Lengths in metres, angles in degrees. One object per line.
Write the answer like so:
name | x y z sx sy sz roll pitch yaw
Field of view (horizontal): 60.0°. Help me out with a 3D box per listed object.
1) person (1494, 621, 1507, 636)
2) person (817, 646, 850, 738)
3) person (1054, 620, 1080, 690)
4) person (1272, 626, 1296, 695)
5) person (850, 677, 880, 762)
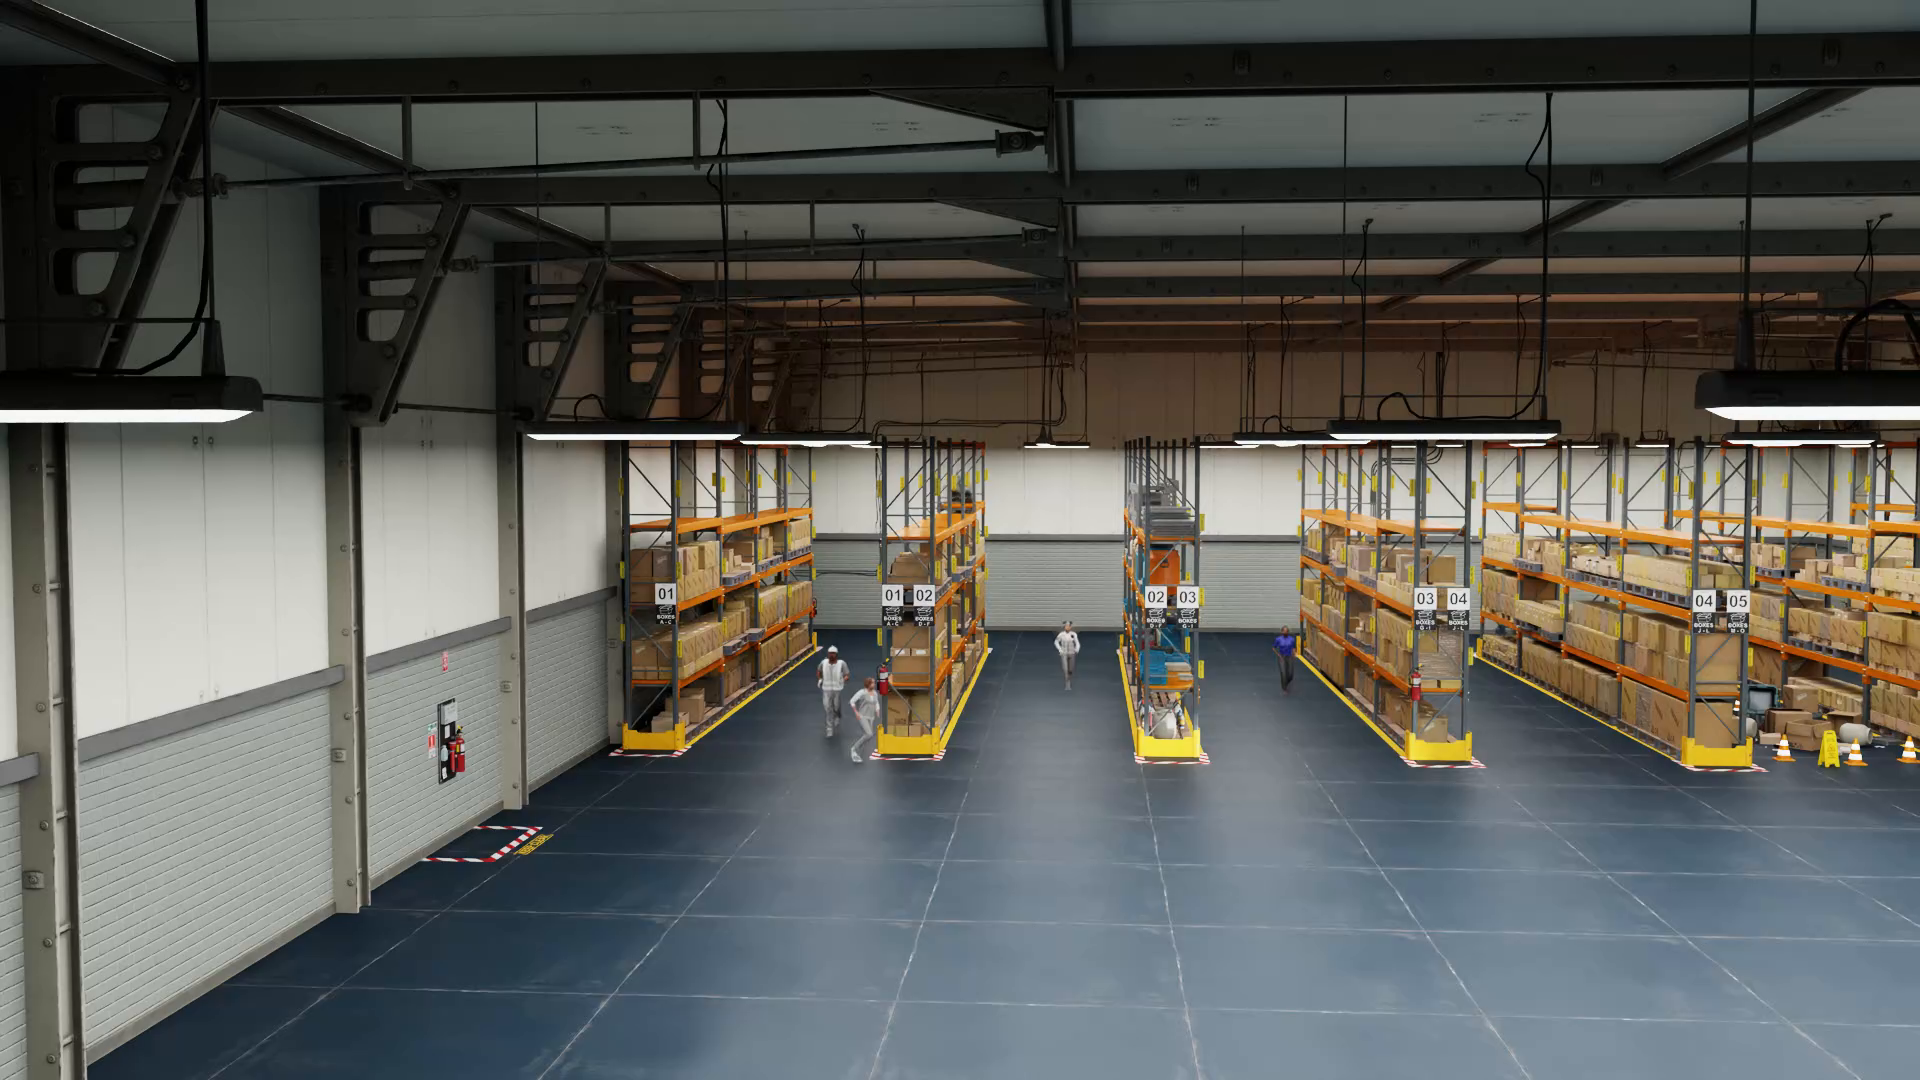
person | 15.527 2.336 47.574 0.551 1.679 0.758 3 4 40
person | -2.569 3.037 33.582 0.683 1.787 0.962 0 3 2
person | 2.590 2.759 40.161 0.618 1.668 0.631 0 3 -2
person | 7.629 2.833 39.114 0.582 1.612 0.536 0 3 0
person | -1.709 3.348 30.617 0.529 1.452 0.582 3 4 43
